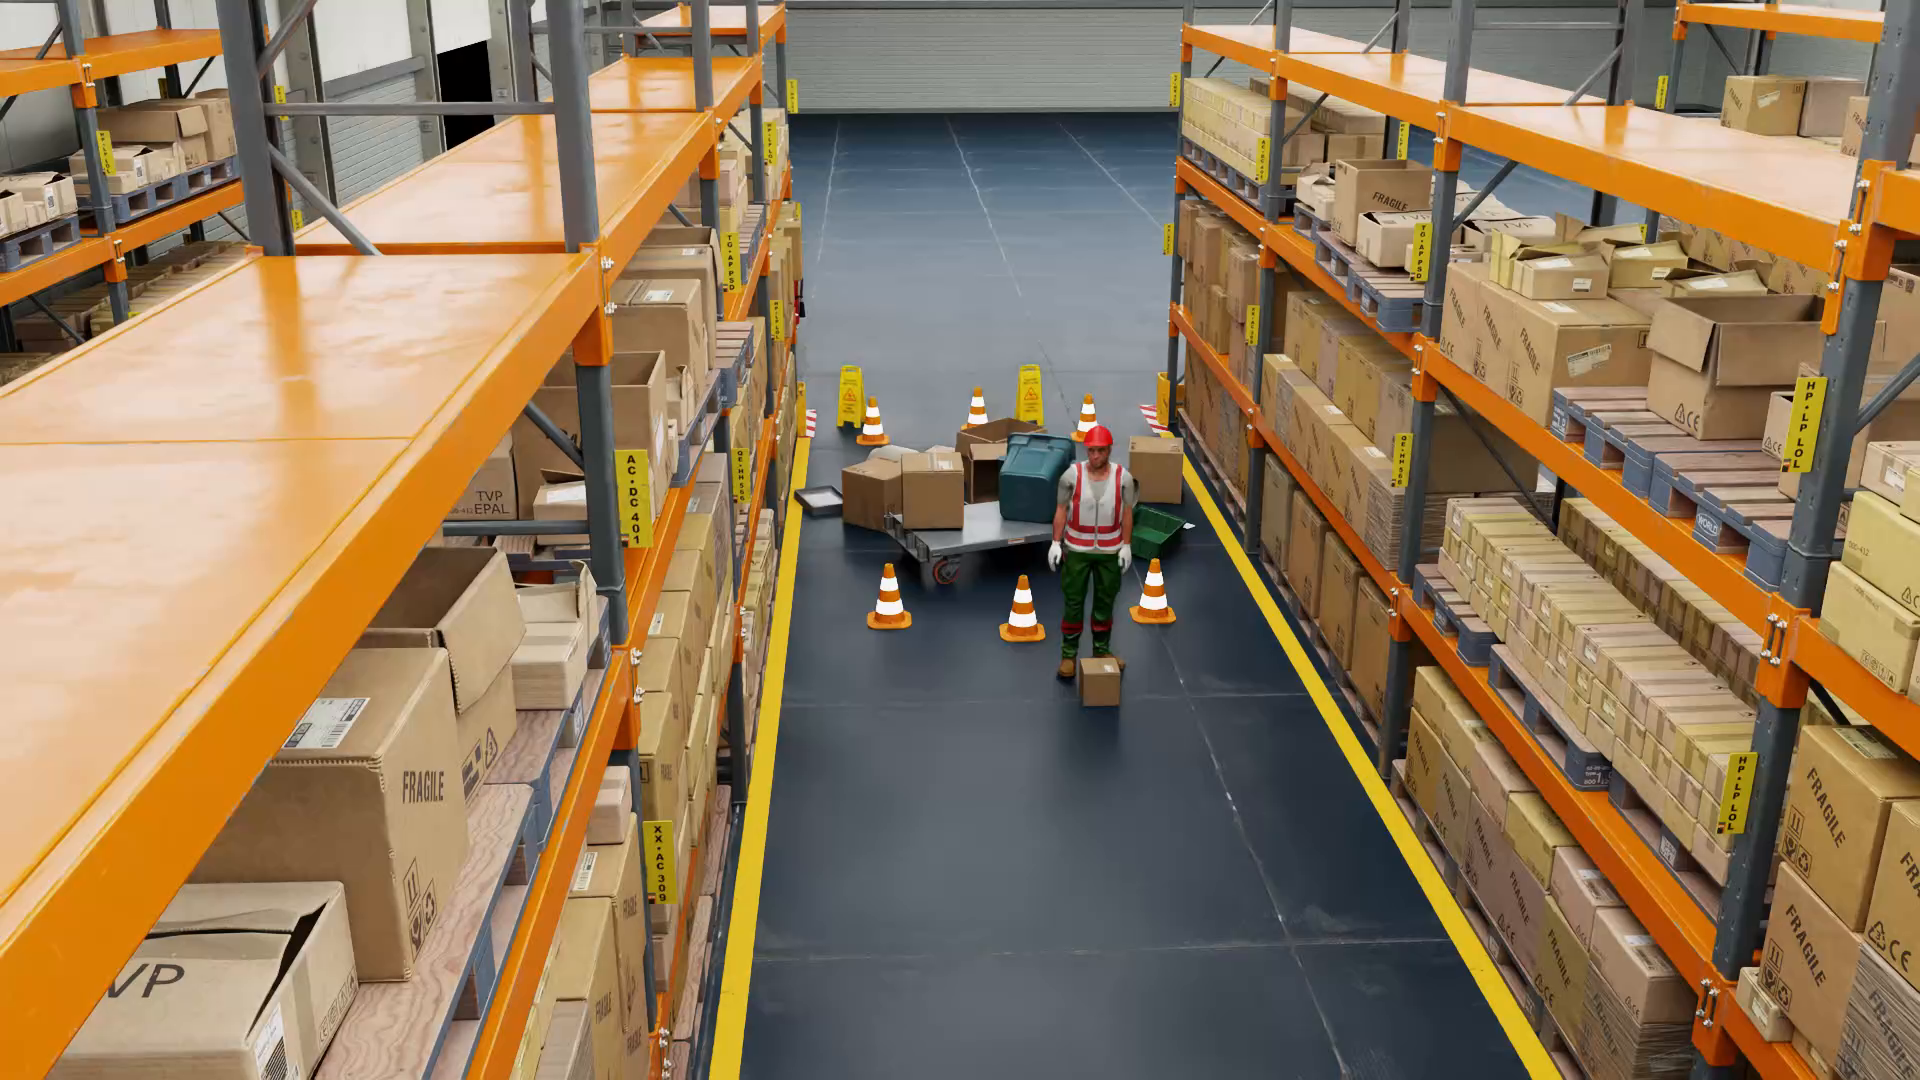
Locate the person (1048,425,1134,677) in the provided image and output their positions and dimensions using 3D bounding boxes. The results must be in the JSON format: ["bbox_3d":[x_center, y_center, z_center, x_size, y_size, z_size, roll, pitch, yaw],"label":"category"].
[{"bbox_3d":[0.917,0.074,11.628,0.595,1.795,0.371,-1,20,-2],"label":"person"}]
